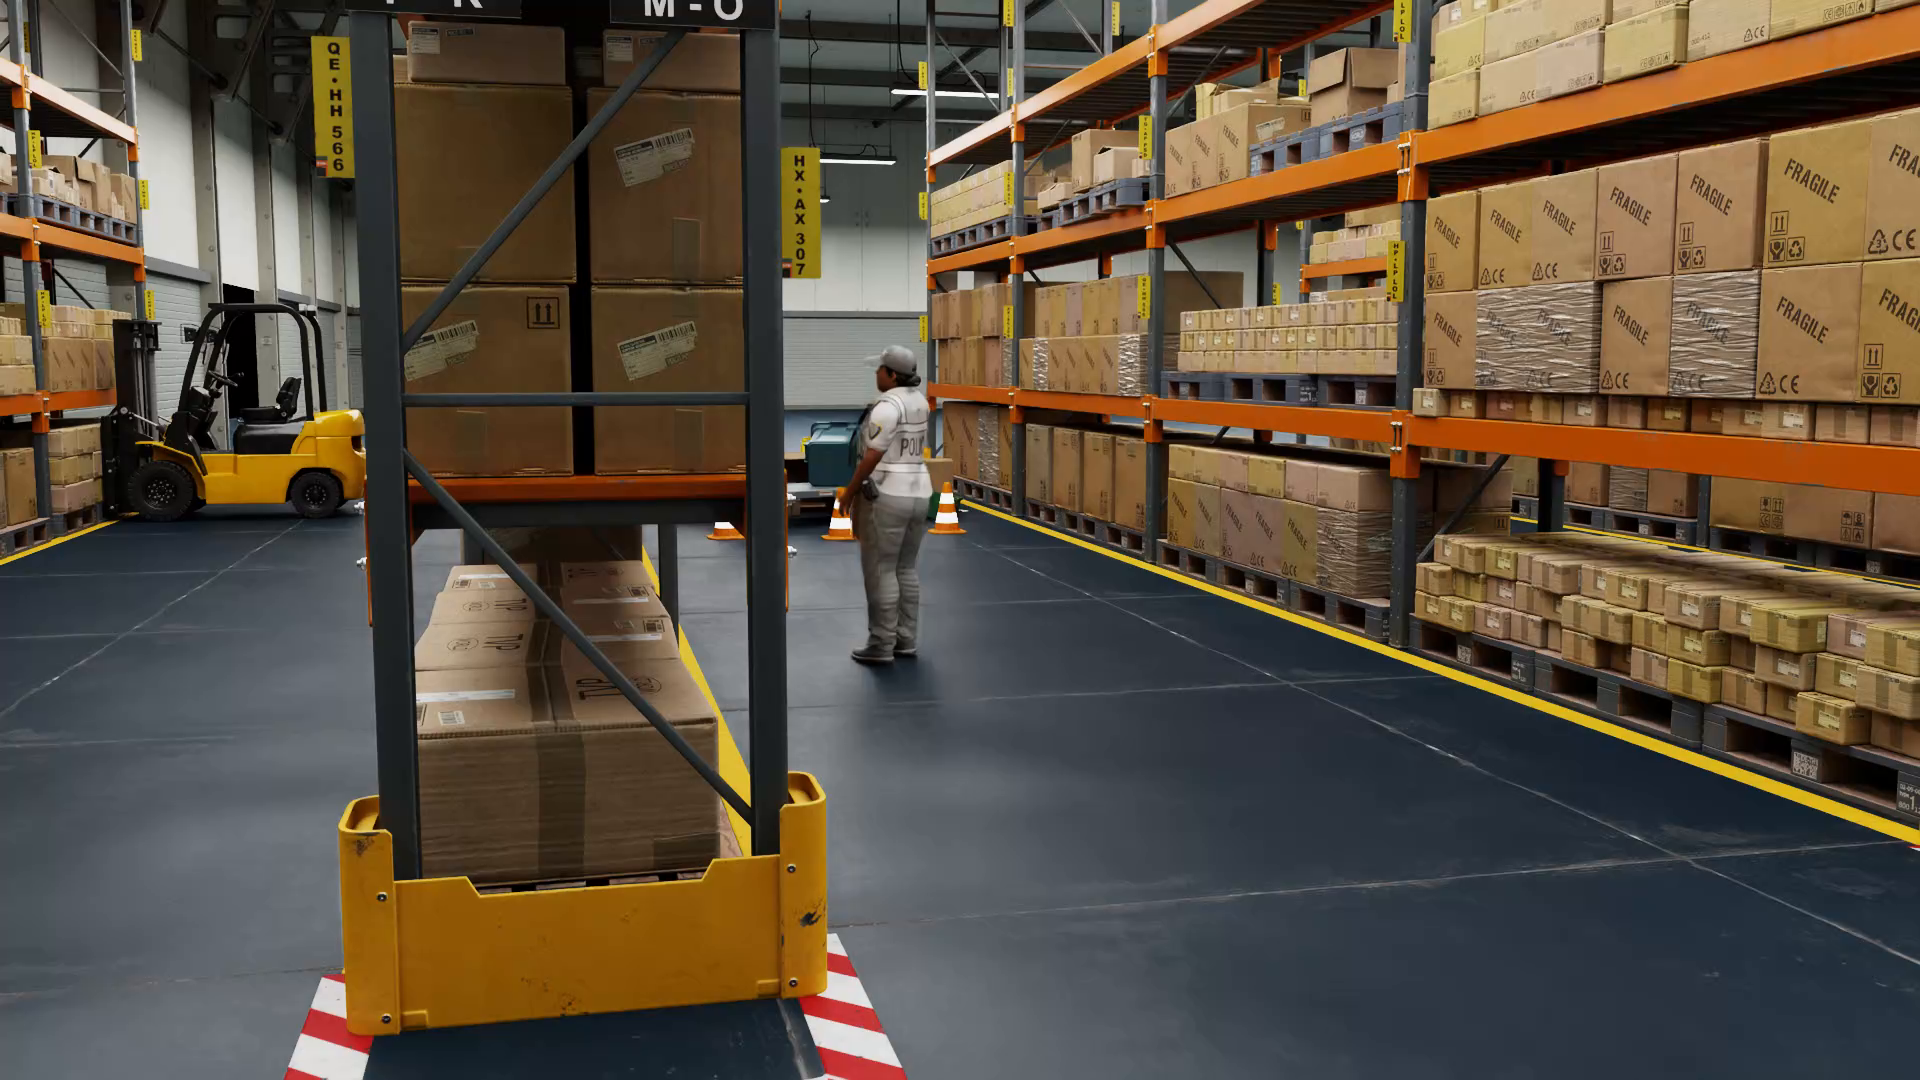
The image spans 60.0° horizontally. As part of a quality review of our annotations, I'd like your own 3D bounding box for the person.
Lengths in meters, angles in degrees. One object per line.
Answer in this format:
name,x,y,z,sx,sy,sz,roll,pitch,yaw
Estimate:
person,-0.378,-0.193,8.842,0.460,1.676,0.565,3,7,25
